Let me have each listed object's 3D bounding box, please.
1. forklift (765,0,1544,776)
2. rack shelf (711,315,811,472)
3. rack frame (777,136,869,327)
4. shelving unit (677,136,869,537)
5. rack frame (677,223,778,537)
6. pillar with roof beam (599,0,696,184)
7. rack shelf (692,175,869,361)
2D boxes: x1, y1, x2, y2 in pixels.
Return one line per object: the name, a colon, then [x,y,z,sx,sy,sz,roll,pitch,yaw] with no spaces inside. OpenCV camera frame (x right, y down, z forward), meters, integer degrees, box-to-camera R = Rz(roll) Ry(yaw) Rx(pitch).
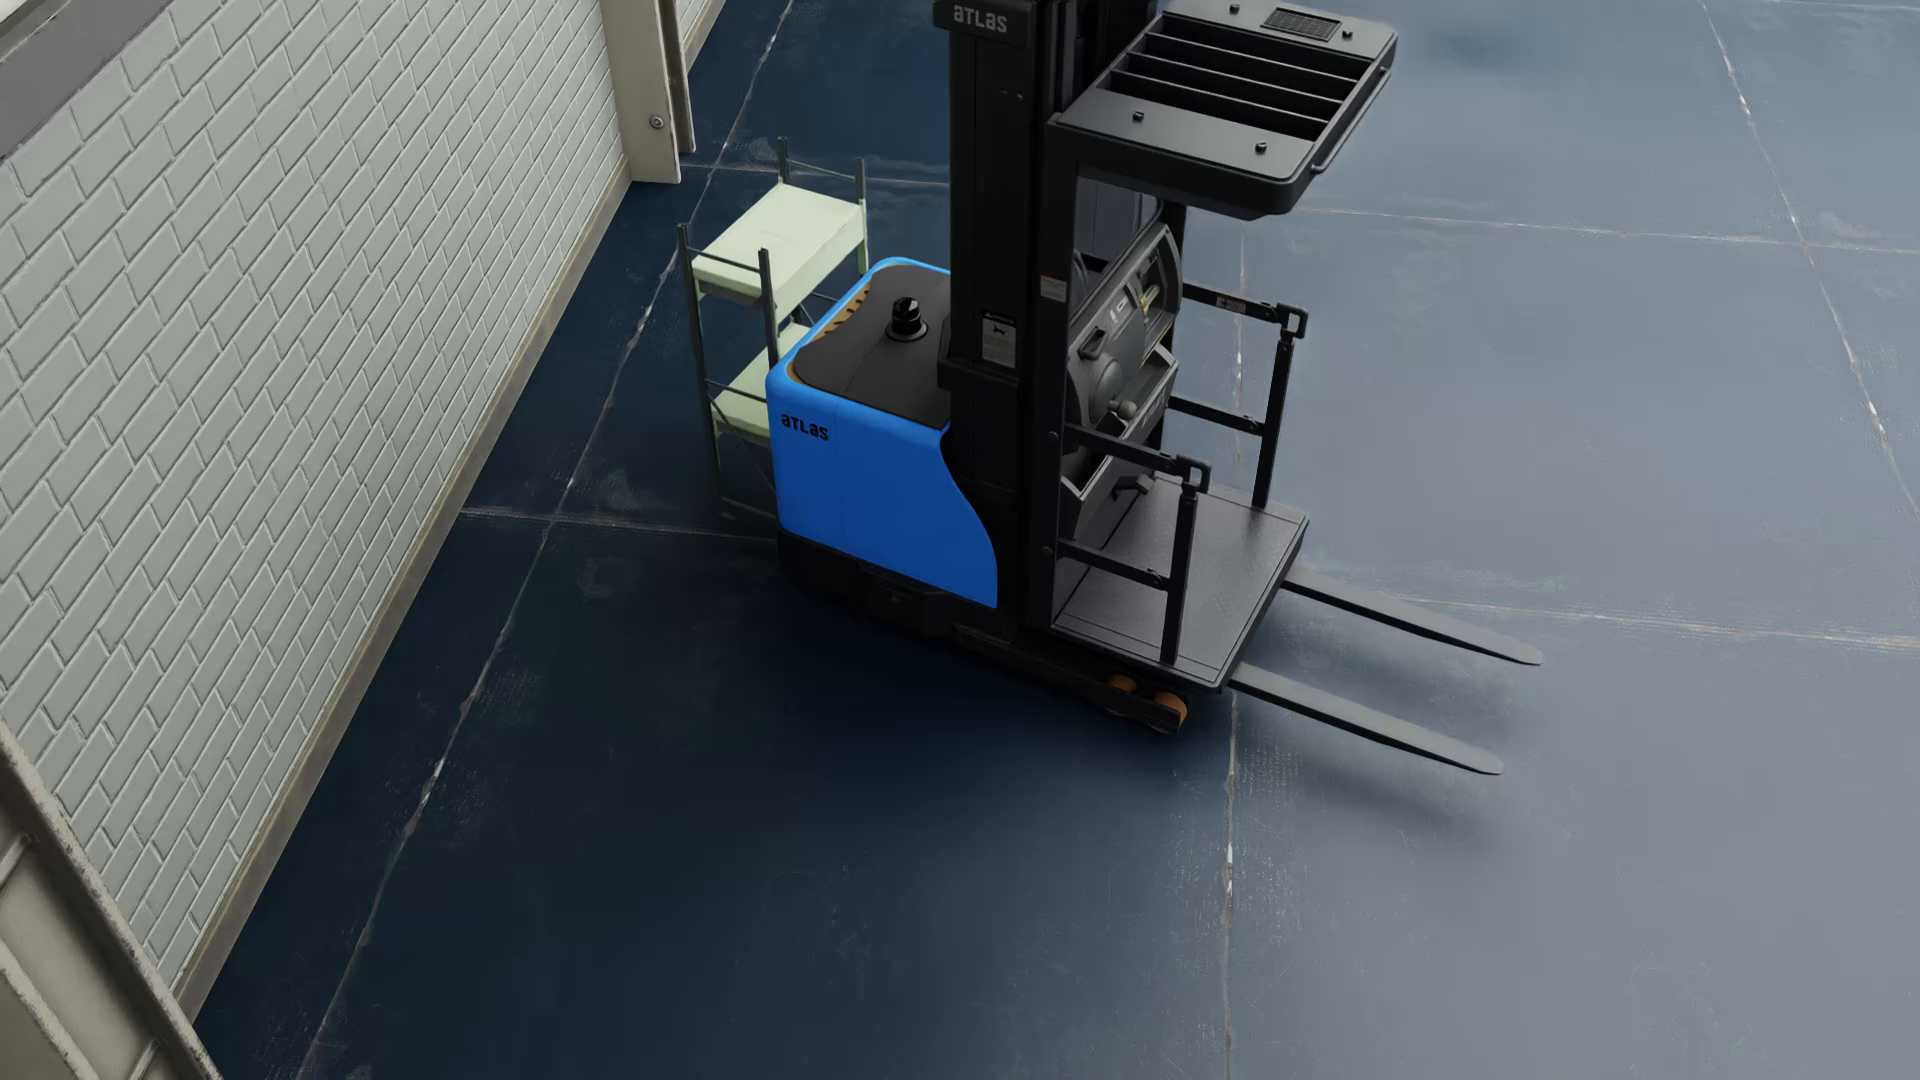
forklift: [0.779,-0.733,5.915,3.031,2.935,1.130,20,47,20]
rack shelf: [-0.736,-0.589,7.278,0.431,0.370,0.720,19,47,19]
rack frame: [-0.569,-1.050,7.290,0.400,1.500,0.023,19,47,19]
shelving unit: [-0.736,-0.826,7.053,0.431,1.500,0.755,19,47,19]
rack frame: [-0.902,-0.602,6.817,0.400,1.500,0.023,19,47,19]
pillar with roof beam: [2.552,-5.039,6.049,9.100,9.000,0.400,5,44,6]
rack shelf: [-0.736,-1.109,6.785,0.431,0.370,0.720,19,47,19]
